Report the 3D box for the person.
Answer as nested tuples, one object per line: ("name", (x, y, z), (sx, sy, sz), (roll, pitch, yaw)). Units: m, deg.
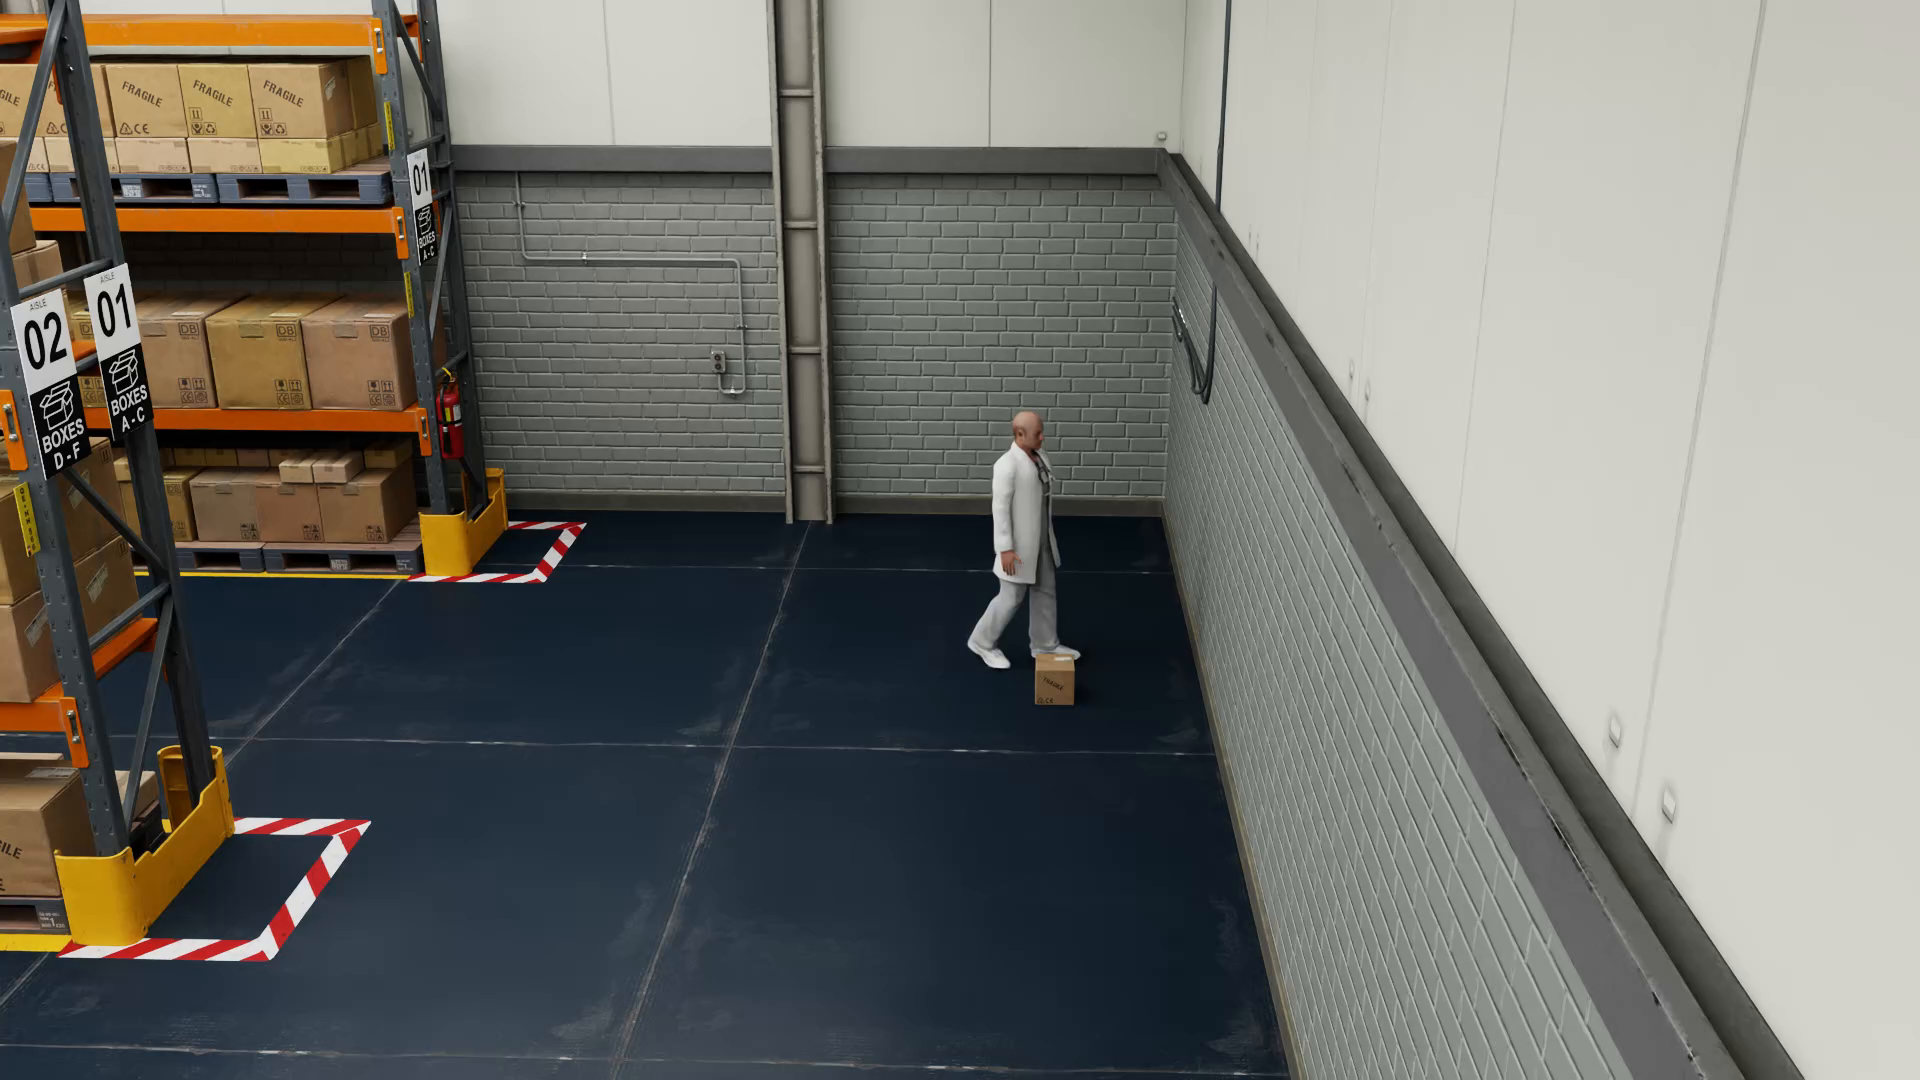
("person", (0.429, 0.005, 11.092), (0.737, 1.792, 0.651), (13, 24, 31))
